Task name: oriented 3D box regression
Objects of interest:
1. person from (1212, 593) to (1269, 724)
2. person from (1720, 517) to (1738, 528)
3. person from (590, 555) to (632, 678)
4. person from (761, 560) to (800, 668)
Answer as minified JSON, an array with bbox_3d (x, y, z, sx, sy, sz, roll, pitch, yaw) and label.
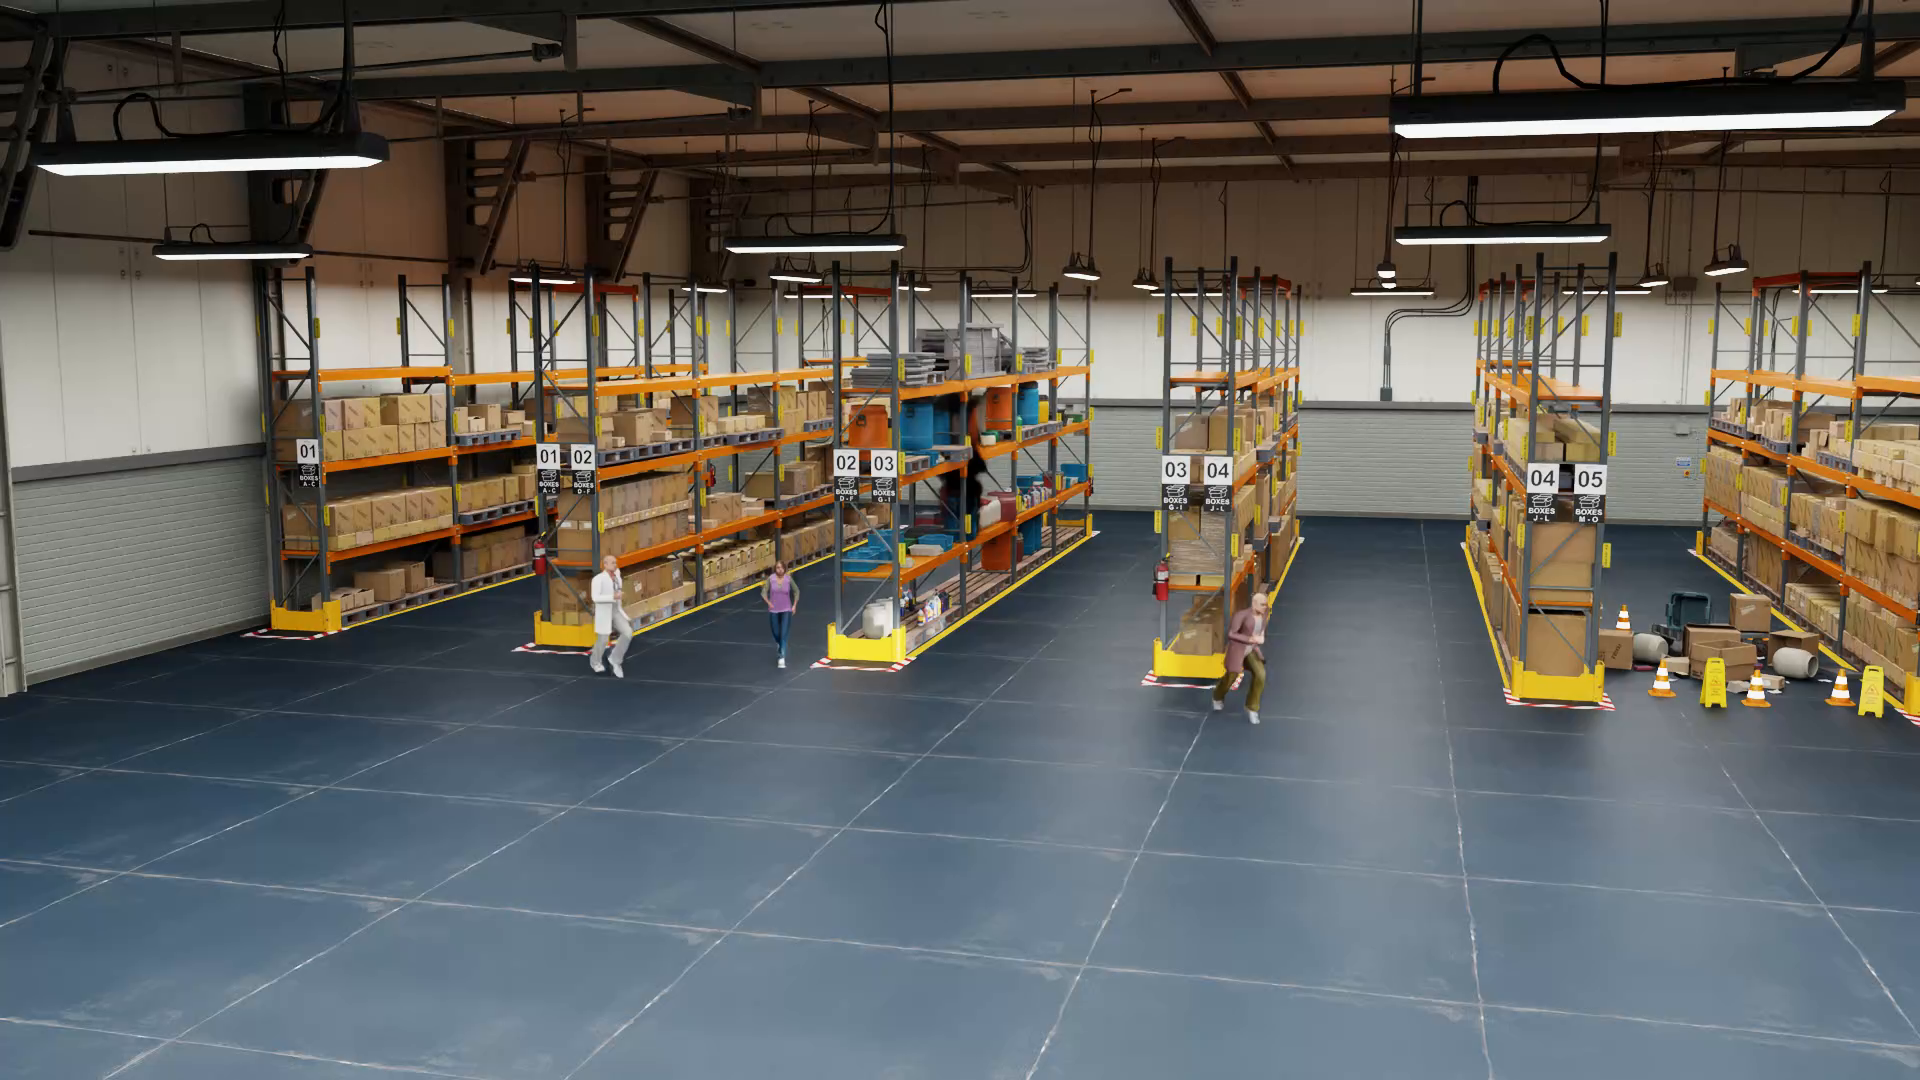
[{"bbox_3d":[3.625,1.494,21.421,0.753,1.736,1.072,-4,8,-30],"label":"person"},{"bbox_3d":[17.681,-0.614,37.917,0.622,1.631,0.637,7,10,42],"label":"person"},{"bbox_3d":[-5.055,1.141,23.974,0.893,1.697,0.749,6,9,37],"label":"person"},{"bbox_3d":[-2.693,1.081,24.952,0.577,1.587,0.669,0,7,-2],"label":"person"}]
